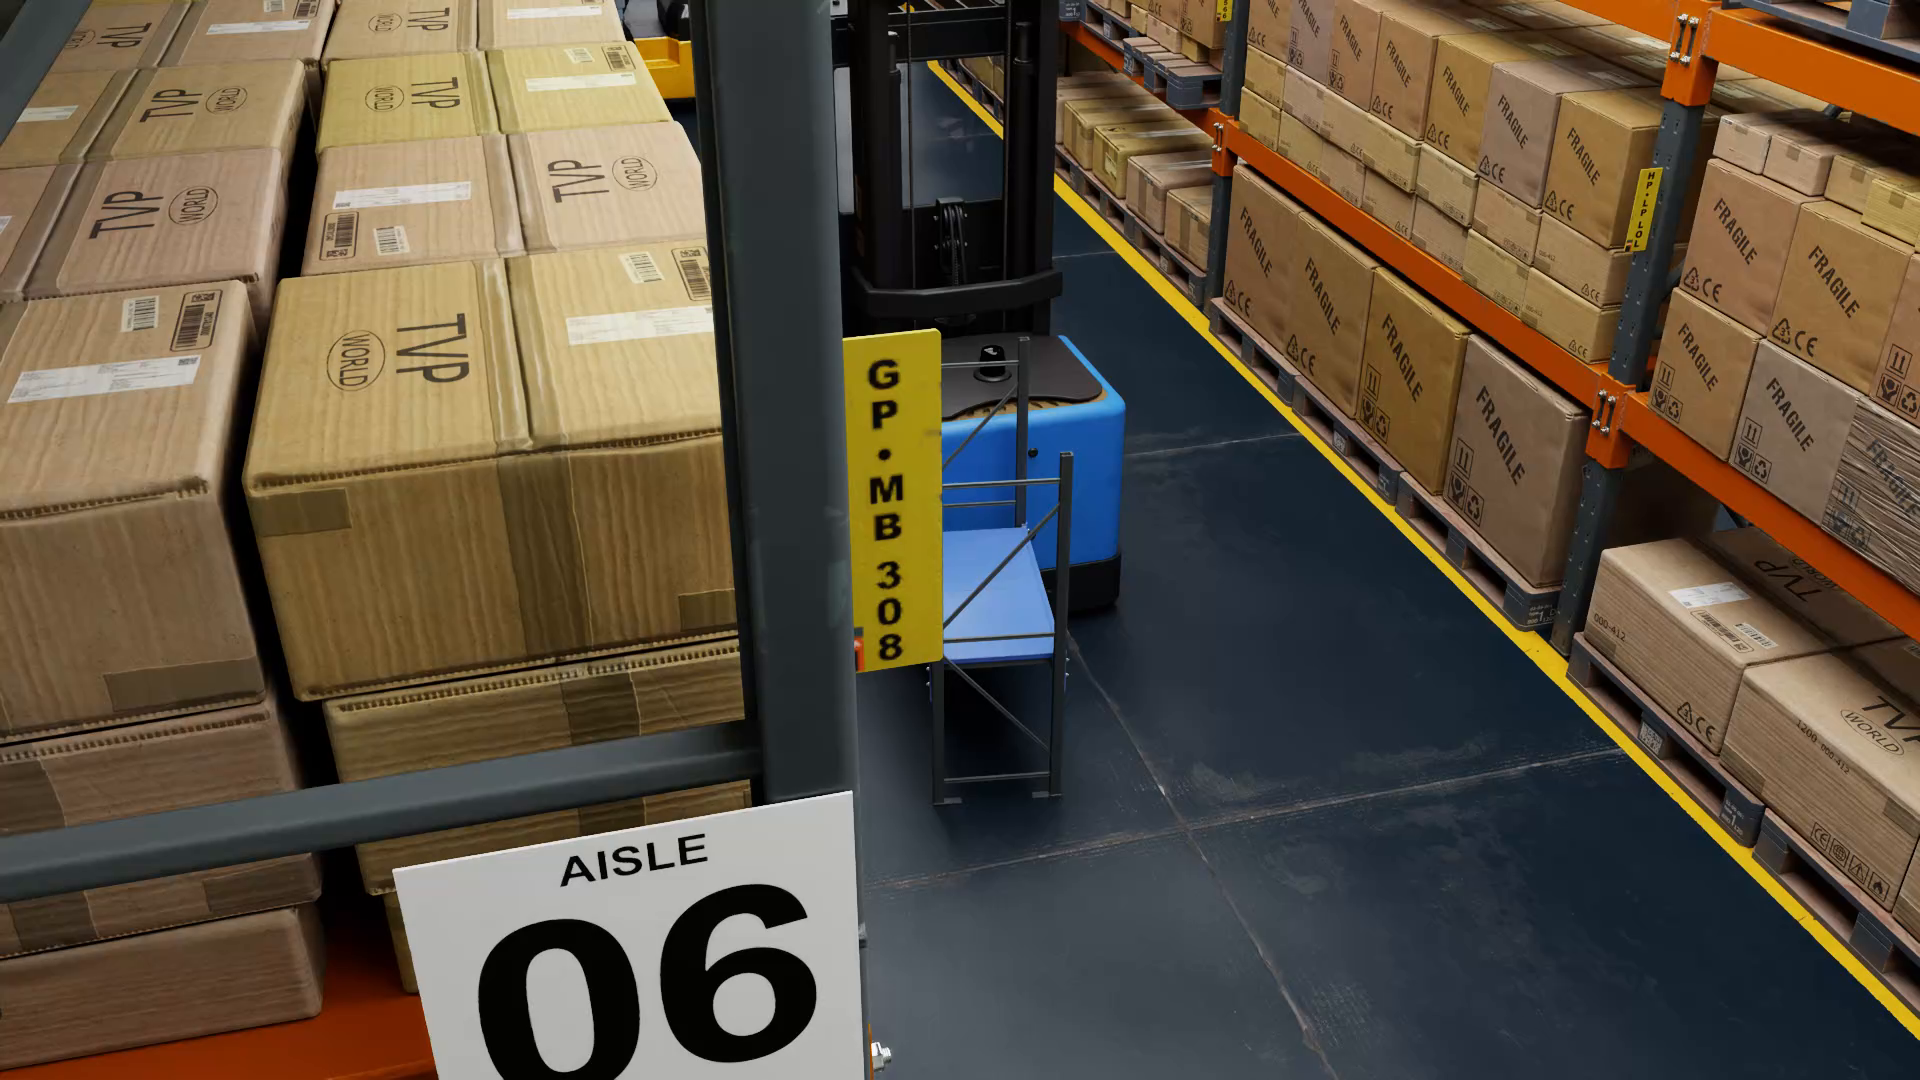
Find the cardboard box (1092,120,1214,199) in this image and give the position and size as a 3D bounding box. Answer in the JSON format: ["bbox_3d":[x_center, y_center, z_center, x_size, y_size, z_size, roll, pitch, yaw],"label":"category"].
[{"bbox_3d":[1.534,-2.843,12.372,0.950,0.372,0.625,-7,31,-12],"label":"cardboard box"}]

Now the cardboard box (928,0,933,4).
[{"bbox_3d":[-0.095,-5.545,16.412,0.500,0.500,0.500,-9,31,-15],"label":"cardboard box"}]

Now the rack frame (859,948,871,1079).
[{"bbox_3d":[-0.587,1.723,2.278,1.000,3.000,0.127,-8,31,-13],"label":"rack frame"}]

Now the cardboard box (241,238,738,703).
[{"bbox_3d":[-0.463,-0.103,1.793,0.500,0.250,0.500,-8,31,-14],"label":"cardboard box"}]

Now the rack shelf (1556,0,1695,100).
[{"bbox_3d":[2.605,-2.823,7.857,1.077,0.370,4.000,-8,31,-13],"label":"rack shelf"}]

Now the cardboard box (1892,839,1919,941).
[{"bbox_3d":[3.675,1.242,5.248,0.875,0.438,0.875,-7,31,-12],"label":"cardboard box"}]

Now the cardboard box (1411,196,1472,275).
[{"bbox_3d":[2.524,-1.481,7.964,0.500,0.250,0.500,-9,31,-15],"label":"cardboard box"}]

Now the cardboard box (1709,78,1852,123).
[{"bbox_3d":[3.296,-1.597,6.917,0.500,0.500,0.500,-7,31,-13],"label":"cardboard box"}]

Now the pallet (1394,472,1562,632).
[{"bbox_3d":[2.858,-0.026,8.085,1.003,0.211,1.213,-8,31,-13],"label":"pallet"}]

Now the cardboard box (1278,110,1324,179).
[{"bbox_3d":[2.114,-2.222,9.244,0.500,0.250,0.500,-9,31,-15],"label":"cardboard box"}]

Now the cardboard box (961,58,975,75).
[{"bbox_3d":[0.315,-4.478,15.318,0.500,0.250,0.500,-7,31,-13],"label":"cardboard box"}]

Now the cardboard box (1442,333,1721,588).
[{"bbox_3d":[2.894,-0.421,7.686,0.875,0.875,0.875,-7,31,-12],"label":"cardboard box"}]

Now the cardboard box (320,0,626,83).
[{"bbox_3d":[-0.872,-0.837,3.061,0.500,0.250,0.500,-7,31,-12],"label":"cardboard box"}]

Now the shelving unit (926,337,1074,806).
[{"bbox_3d":[0.086,0.110,6.563,0.538,1.500,1.048,-3,30,-6],"label":"shelving unit"}]

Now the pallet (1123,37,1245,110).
[{"bbox_3d":[1.782,-3.049,10.715,1.213,0.211,1.003,-8,31,-13],"label":"pallet"}]

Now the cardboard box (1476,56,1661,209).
[{"bbox_3d":[2.630,-1.778,7.229,0.500,0.500,0.500,-7,31,-12],"label":"cardboard box"}]

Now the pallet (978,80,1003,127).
[{"bbox_3d":[0.800,-3.847,14.686,1.003,0.211,1.213,-8,31,-13],"label":"pallet"}]

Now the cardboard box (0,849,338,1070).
[{"bbox_3d":[-0.895,0.410,1.804,0.380,0.149,0.250,-7,31,-12],"label":"cardboard box"}]

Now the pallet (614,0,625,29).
[{"bbox_3d":[-1.755,-1.750,5.472,1.213,0.211,1.003,-8,31,-13],"label":"pallet"}]

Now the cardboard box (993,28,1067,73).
[{"bbox_3d":[0.596,-4.301,14.263,0.500,0.500,0.500,-8,31,-14],"label":"cardboard box"}]

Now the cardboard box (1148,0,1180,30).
[{"bbox_3d":[1.537,-3.587,10.637,0.500,0.500,0.500,-8,31,-14],"label":"cardboard box"}]

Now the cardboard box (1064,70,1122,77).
[{"bbox_3d":[1.116,-4.047,14.573,0.500,0.250,0.500,-9,31,-16],"label":"cardboard box"}]

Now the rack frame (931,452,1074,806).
[{"bbox_3d":[0.144,0.363,6.126,0.500,1.500,0.032,-3,30,-6],"label":"rack frame"}]

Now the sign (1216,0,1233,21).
[{"bbox_3d":[1.553,-3.192,9.694,0.100,0.325,0.005,-8,31,-13],"label":"sign"}]

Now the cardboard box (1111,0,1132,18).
[{"bbox_3d":[1.272,-3.740,11.549,0.380,0.149,0.250,-9,31,-15],"label":"cardboard box"}]

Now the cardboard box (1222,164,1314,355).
[{"bbox_3d":[2.177,-1.720,9.929,0.875,0.875,0.875,-8,31,-14],"label":"cardboard box"}]

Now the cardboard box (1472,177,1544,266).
[{"bbox_3d":[2.644,-1.443,7.399,0.500,0.250,0.500,-7,31,-12],"label":"cardboard box"}]

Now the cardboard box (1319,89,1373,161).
[{"bbox_3d":[2.227,-2.184,8.680,0.500,0.250,0.500,-8,31,-13],"label":"cardboard box"}]

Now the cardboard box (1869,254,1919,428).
[{"bbox_3d":[3.282,-0.591,5.178,0.500,0.500,0.500,-7,31,-12],"label":"cardboard box"}]

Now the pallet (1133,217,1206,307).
[{"bbox_3d":[1.868,-1.973,11.448,1.003,0.211,1.213,-8,31,-13],"label":"pallet"}]

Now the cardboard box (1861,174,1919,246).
[{"bbox_3d":[3.168,-1.072,5.363,0.380,0.149,0.250,-8,31,-14],"label":"cardboard box"}]

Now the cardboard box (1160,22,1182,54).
[{"bbox_3d":[1.509,-3.238,10.681,0.380,0.149,0.250,-8,31,-14],"label":"cardboard box"}]

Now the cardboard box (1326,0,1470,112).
[{"bbox_3d":[2.232,-2.517,8.507,0.500,0.500,0.500,-7,31,-12],"label":"cardboard box"}]

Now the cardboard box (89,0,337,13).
[{"bbox_3d":[-1.505,-1.017,3.372,0.500,0.250,0.500,-8,31,-14],"label":"cardboard box"}]

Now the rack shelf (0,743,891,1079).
[{"bbox_3d":[-1.118,-0.230,3.376,1.077,0.370,4.000,-8,31,-13],"label":"rack shelf"}]

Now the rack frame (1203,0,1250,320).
[{"bbox_3d":[2.074,-2.802,10.097,1.000,3.000,0.127,-8,31,-13],"label":"rack frame"}]

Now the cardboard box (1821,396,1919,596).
[{"bbox_3d":[3.263,-0.168,5.445,0.500,0.500,0.500,-8,31,-13],"label":"cardboard box"}]

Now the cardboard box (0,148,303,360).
[{"bbox_3d":[-1.112,-0.284,2.106,0.500,0.250,0.500,-9,31,-15],"label":"cardboard box"}]

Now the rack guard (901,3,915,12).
[{"bbox_3d":[-0.029,-5.548,17.335,1.175,0.500,0.348,-8,31,-13],"label":"rack guard"}]

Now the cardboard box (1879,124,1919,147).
[{"bbox_3d":[3.489,-1.379,5.893,0.380,0.149,0.250,-7,31,-12],"label":"cardboard box"}]

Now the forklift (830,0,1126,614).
[{"bbox_3d":[-0.184,-1.570,8.037,1.130,2.935,3.031,-9,31,-15],"label":"forklift"}]

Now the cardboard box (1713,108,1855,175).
[{"bbox_3d":[2.969,-1.440,5.998,0.380,0.149,0.250,-8,31,-14],"label":"cardboard box"}]

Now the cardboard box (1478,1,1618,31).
[{"bbox_3d":[2.860,-2.331,8.184,0.500,0.500,0.500,-8,31,-14],"label":"cardboard box"}]
